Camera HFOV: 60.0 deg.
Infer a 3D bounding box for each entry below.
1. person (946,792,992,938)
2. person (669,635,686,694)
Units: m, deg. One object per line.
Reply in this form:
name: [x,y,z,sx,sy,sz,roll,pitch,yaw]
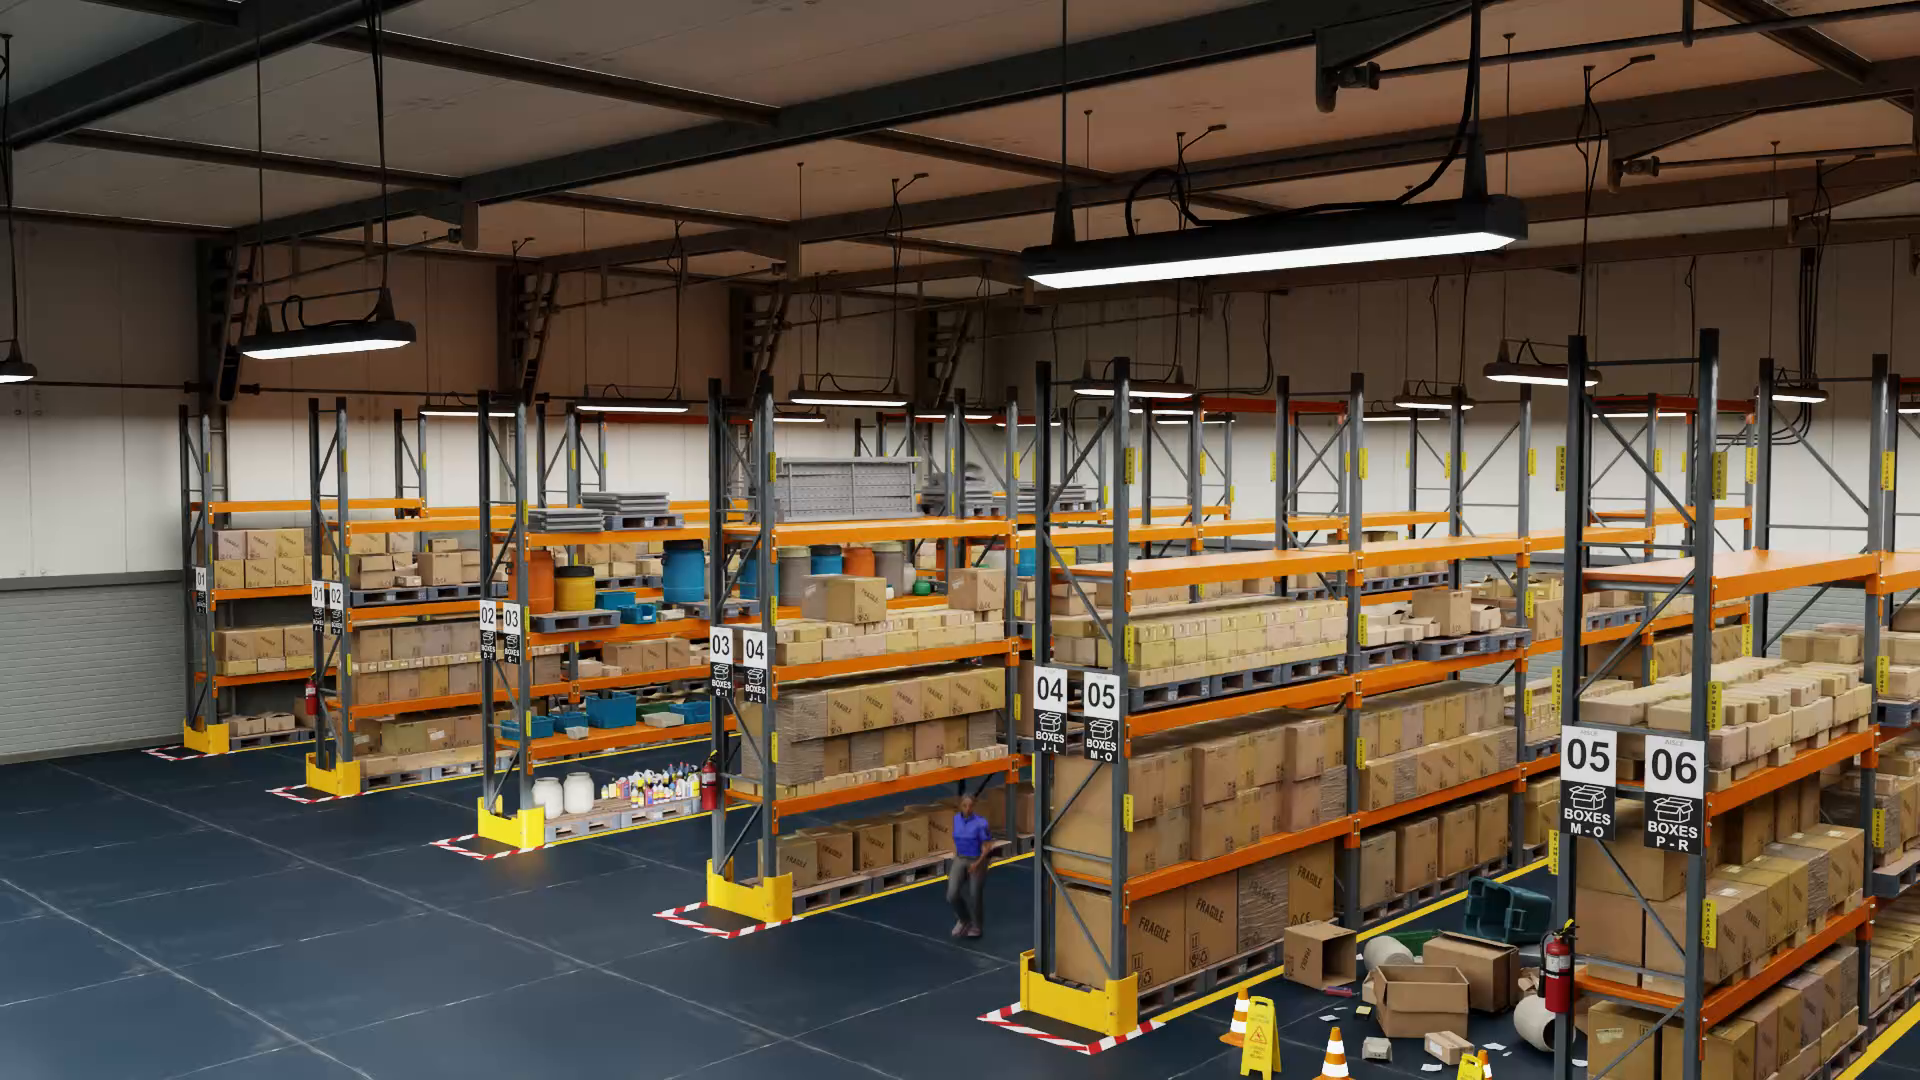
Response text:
person: [0.098,3.426,17.487,0.562,1.598,0.788,1,3,23]
person: [-5.456,2.647,32.469,0.581,1.660,0.655,2,4,32]
